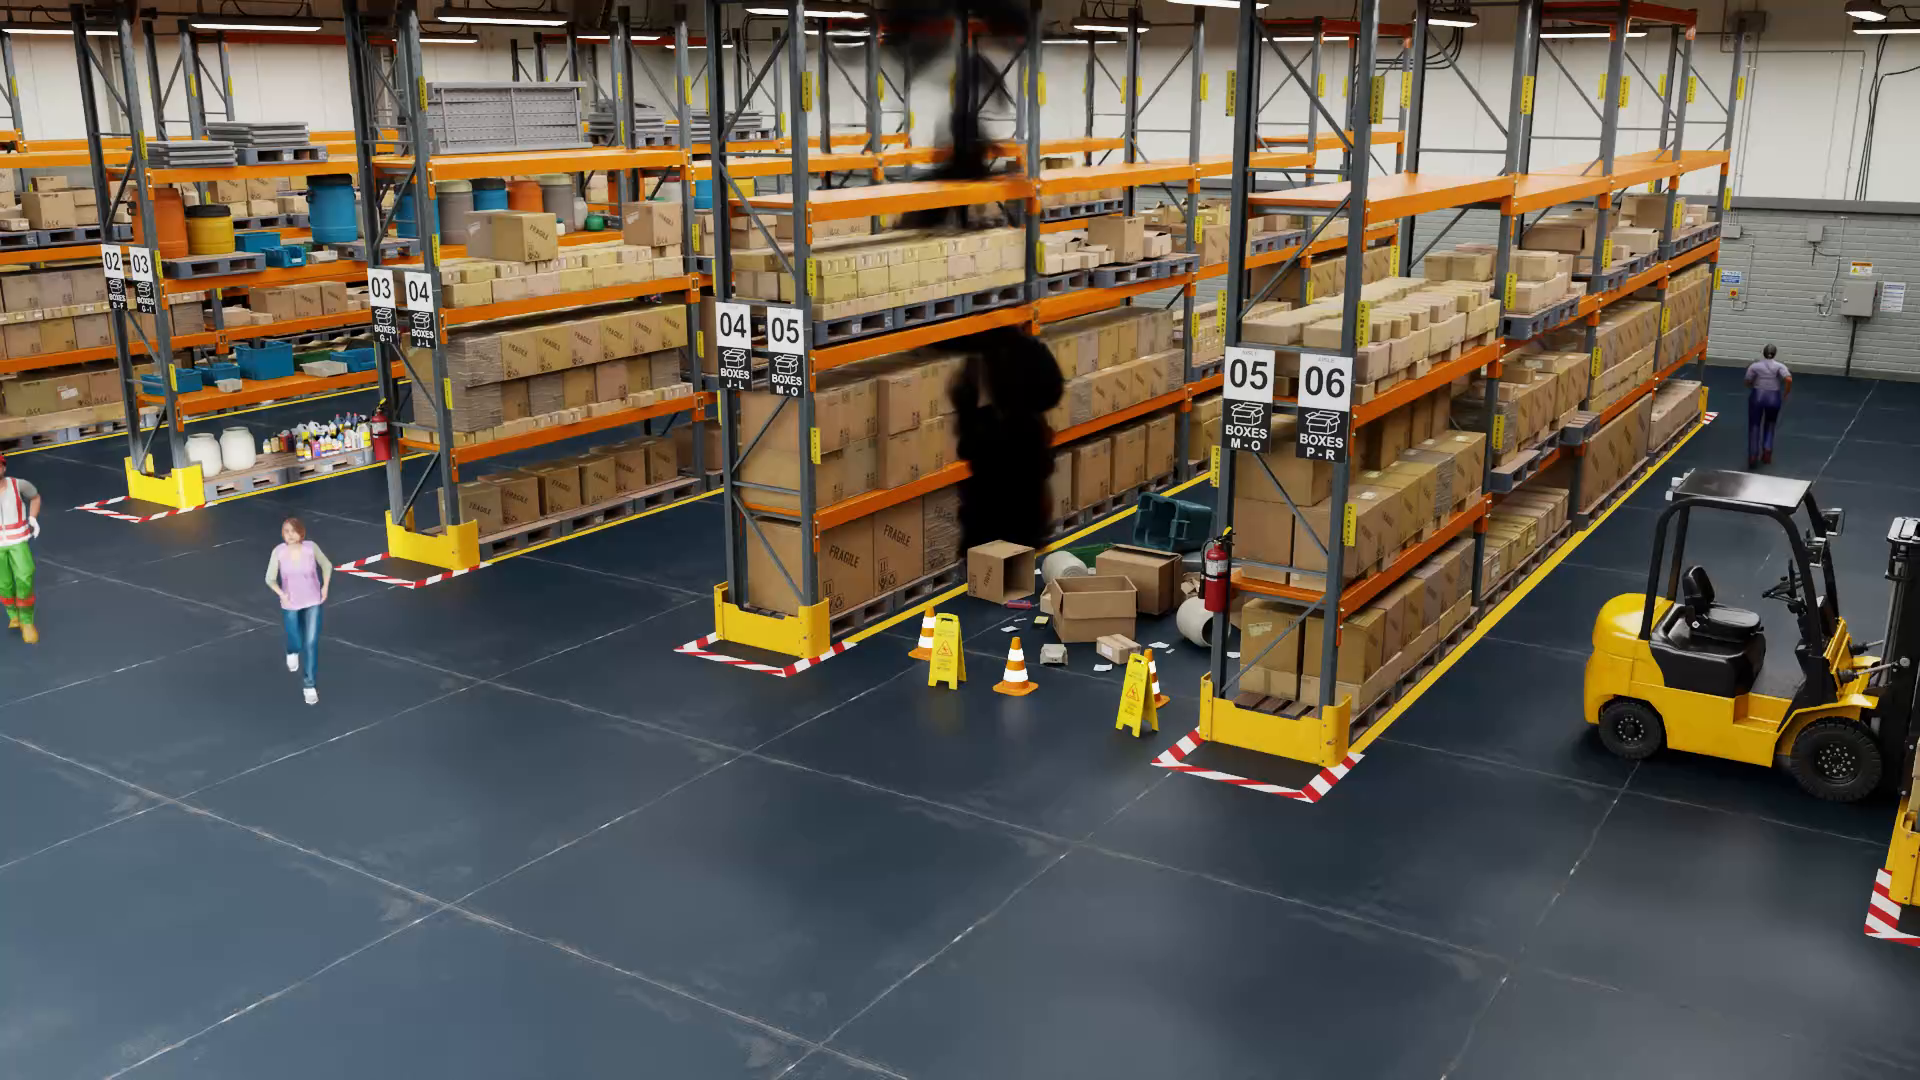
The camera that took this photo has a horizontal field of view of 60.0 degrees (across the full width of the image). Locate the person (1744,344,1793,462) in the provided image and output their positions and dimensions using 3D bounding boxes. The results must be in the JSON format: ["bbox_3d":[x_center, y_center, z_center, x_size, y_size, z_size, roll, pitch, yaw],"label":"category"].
[{"bbox_3d":[11.075,-1.855,22.892,0.580,1.676,0.702,6,17,20],"label":"person"}]

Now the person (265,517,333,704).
[{"bbox_3d":[-5.665,0.559,14.332,0.545,1.592,0.741,-6,17,-22],"label":"person"}]

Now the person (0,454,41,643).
[{"bbox_3d":[-8.964,0.066,15.656,0.631,1.837,0.716,-8,17,-26],"label":"person"}]
